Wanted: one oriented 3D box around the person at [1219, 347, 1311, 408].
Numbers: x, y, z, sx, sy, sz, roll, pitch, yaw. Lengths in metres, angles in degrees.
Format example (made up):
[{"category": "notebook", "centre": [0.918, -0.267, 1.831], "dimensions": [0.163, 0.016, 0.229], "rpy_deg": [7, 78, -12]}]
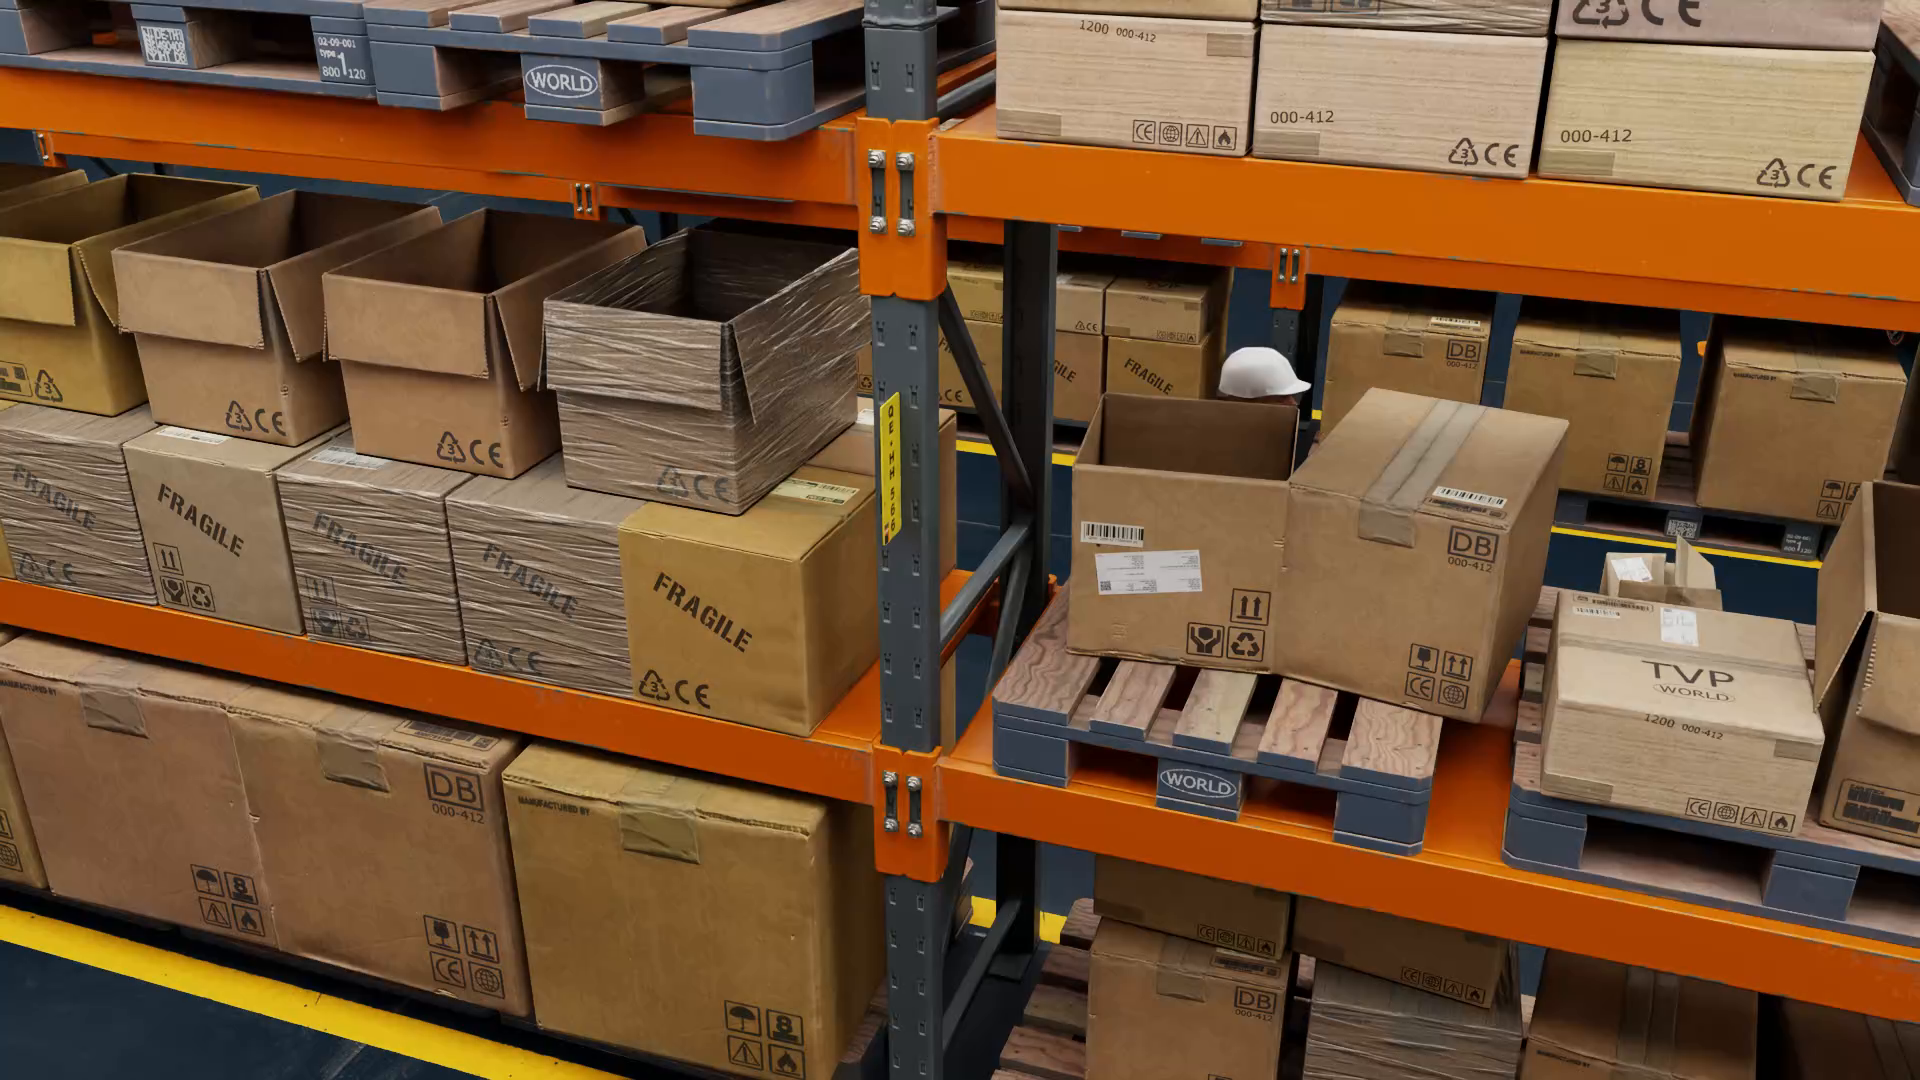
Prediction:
[{"category": "person", "centre": [1.023, 0.204, 5.655], "dimensions": [0.520, 1.769, 0.558], "rpy_deg": [10, 27, 20]}]
